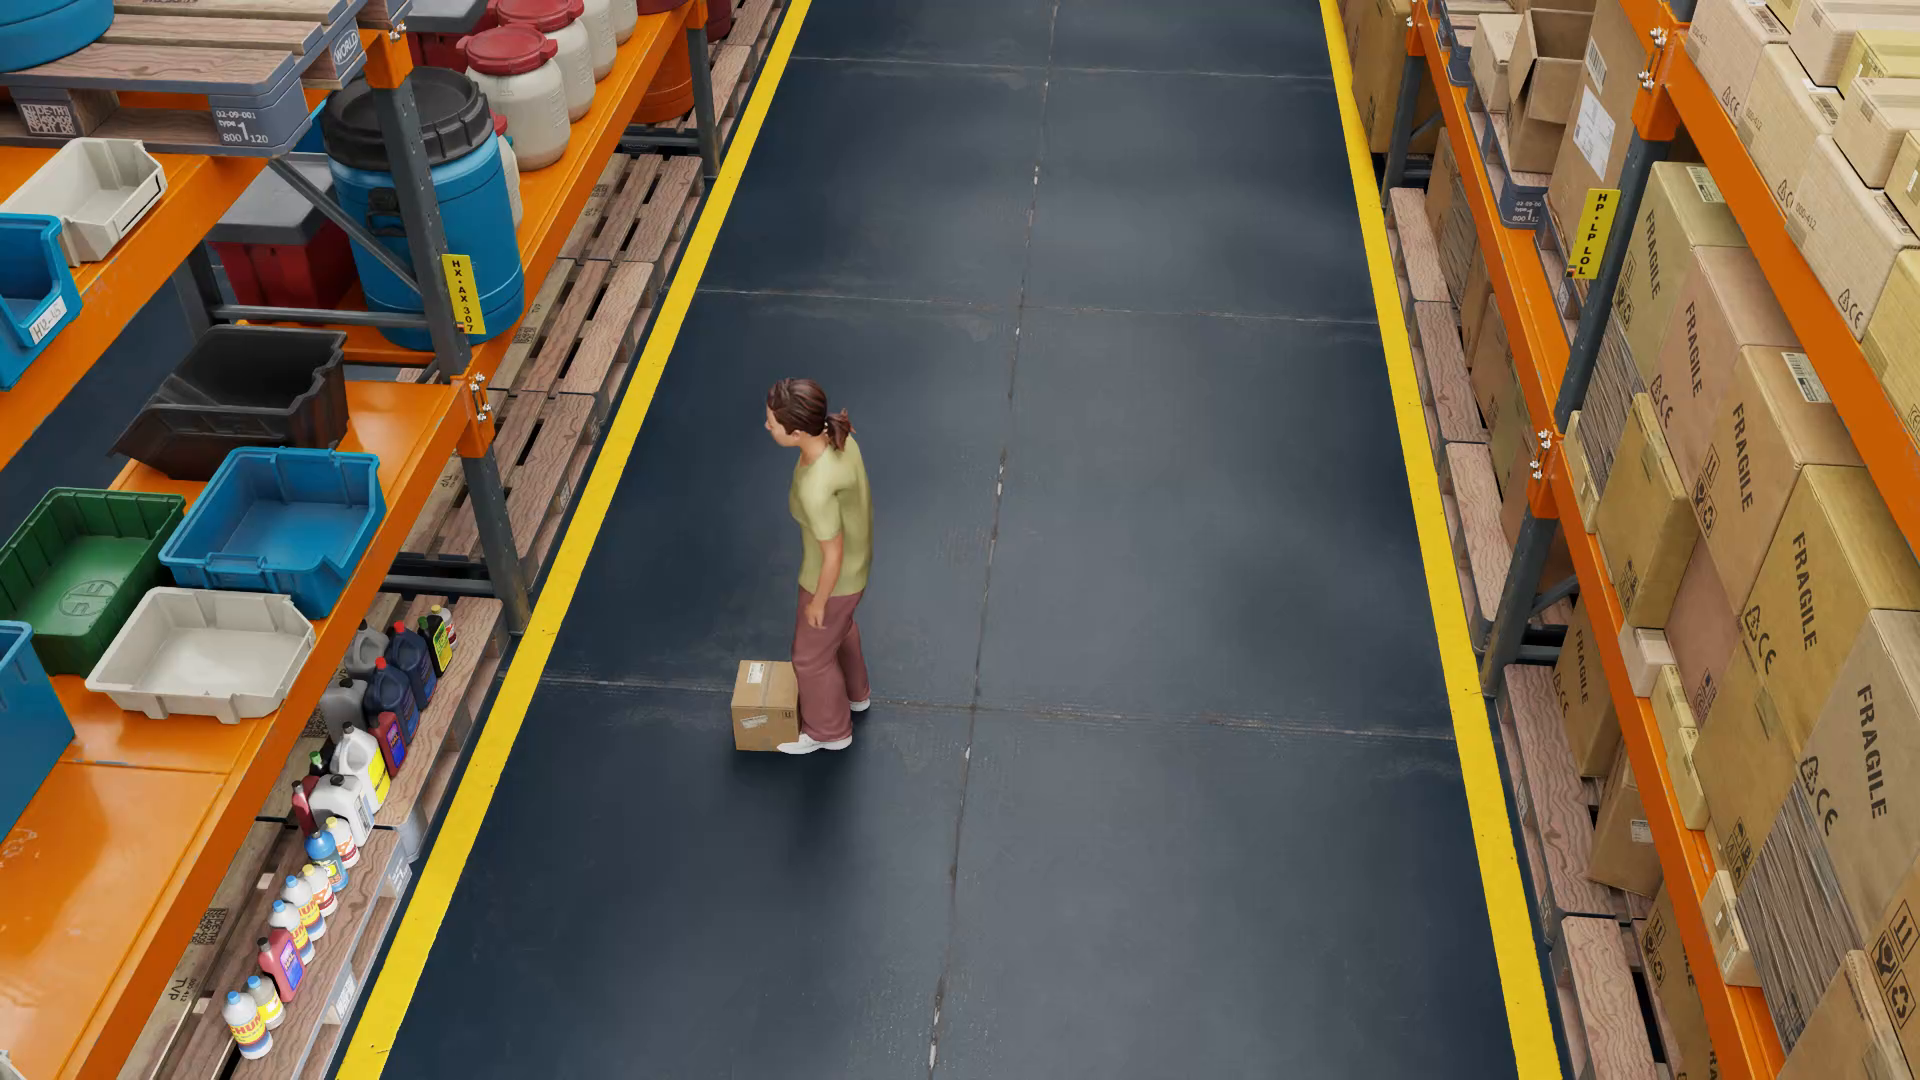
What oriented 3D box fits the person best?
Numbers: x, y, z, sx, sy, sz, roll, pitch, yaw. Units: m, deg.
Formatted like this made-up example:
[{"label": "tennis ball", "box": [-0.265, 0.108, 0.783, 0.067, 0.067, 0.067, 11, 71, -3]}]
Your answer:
[{"label": "person", "box": [-0.517, 0.108, 6.030, 0.412, 1.672, 0.496, 3, 40, 3]}]
